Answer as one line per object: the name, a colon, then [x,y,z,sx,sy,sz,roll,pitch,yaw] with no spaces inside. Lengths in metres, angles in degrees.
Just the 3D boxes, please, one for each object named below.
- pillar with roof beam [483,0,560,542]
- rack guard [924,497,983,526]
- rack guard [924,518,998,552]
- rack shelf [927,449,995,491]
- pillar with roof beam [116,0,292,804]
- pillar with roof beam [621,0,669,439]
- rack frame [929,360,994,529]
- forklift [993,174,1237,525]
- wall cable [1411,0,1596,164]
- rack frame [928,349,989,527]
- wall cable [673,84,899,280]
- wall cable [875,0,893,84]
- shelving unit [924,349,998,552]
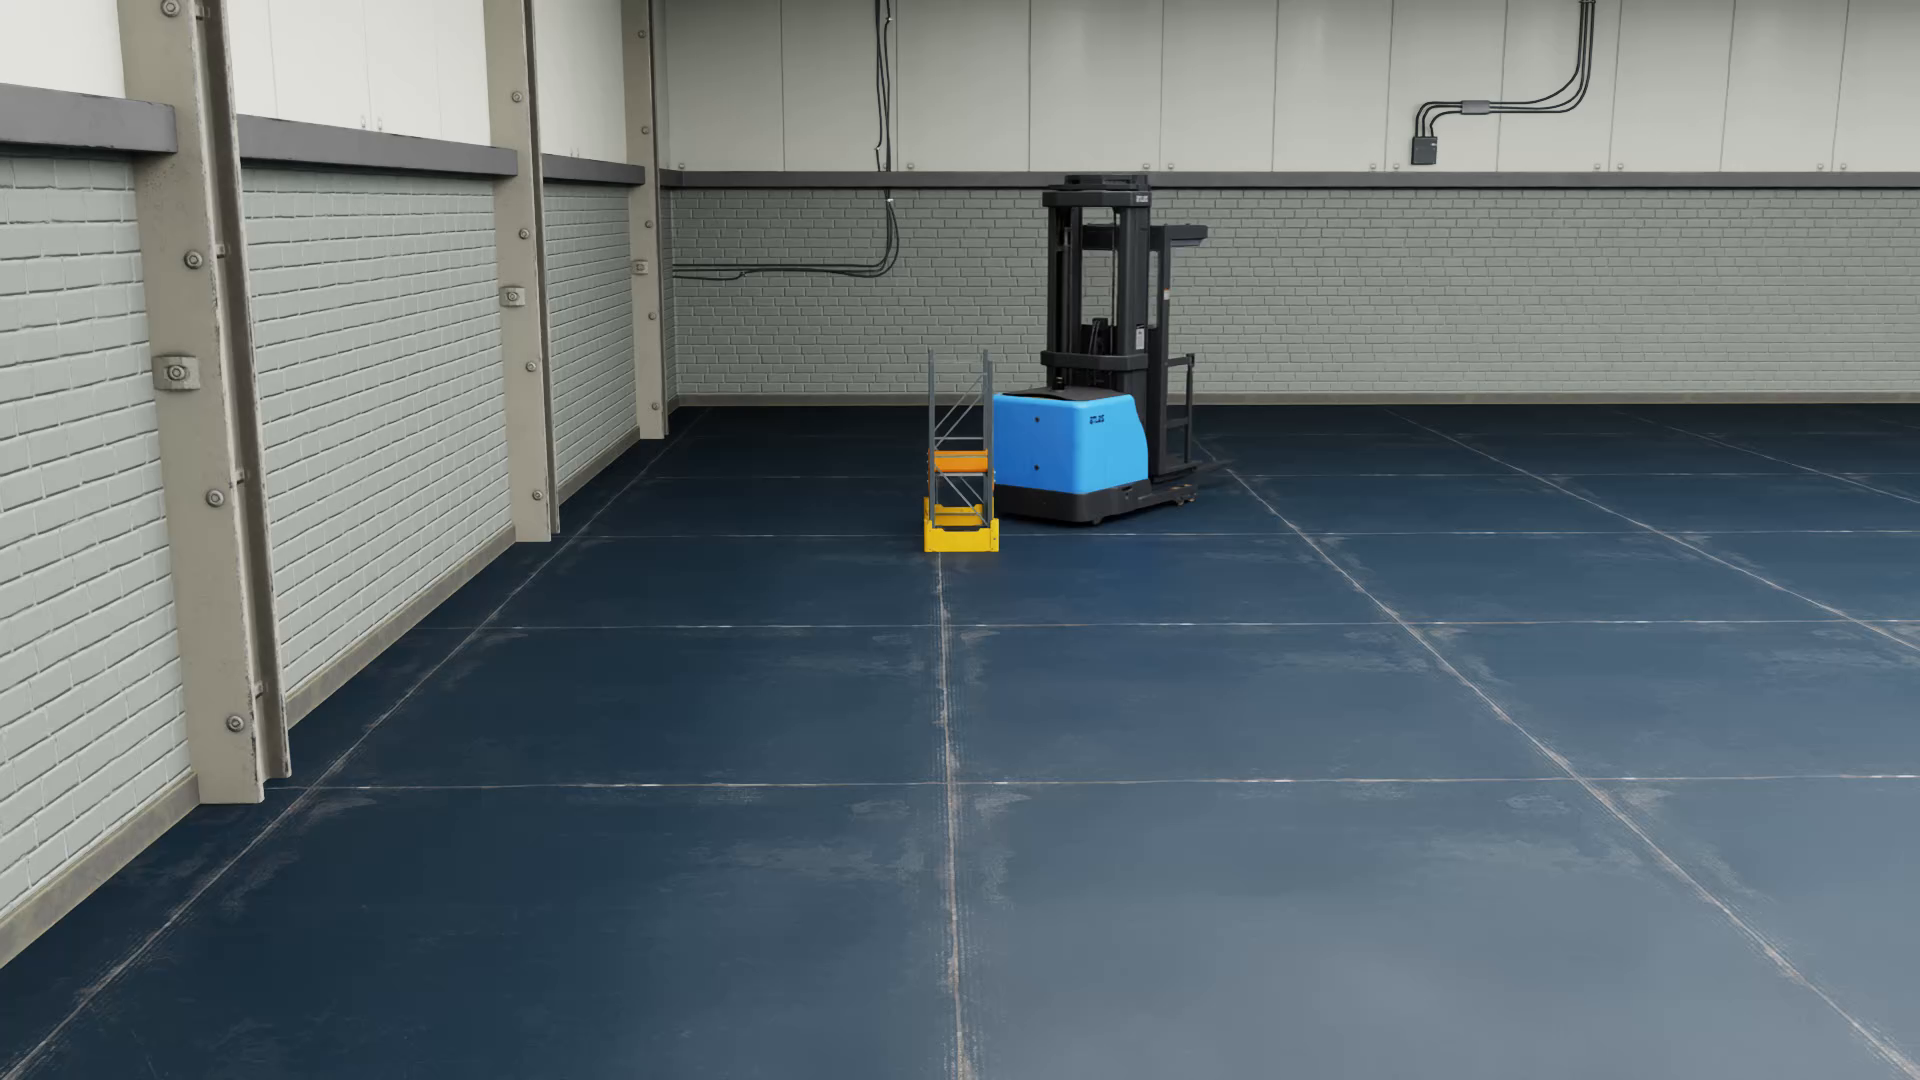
pillar with roof beam: [0.814,-4.454,12.882,9.100,9.000,0.400,0,11,-1]
rack guard: [-0.012,-0.237,14.097,0.587,0.250,0.087,0,11,-1]
rack guard: [0.009,-0.039,13.121,0.587,0.250,0.087,0,11,-1]
rack shelf: [-0.002,-0.576,13.529,0.538,0.185,1.000,0,11,-1]
pillar with roof beam: [0.938,-3.262,7.003,9.100,9.000,0.400,0,11,-1]
pillar with roof beam: [0.690,-5.647,18.761,9.100,9.000,0.400,0,11,-1]
rack frame: [0.009,-0.651,12.995,0.500,1.500,0.032,0,11,-1]
forklift: [1.531,-1.808,15.097,1.130,2.935,3.031,9,14,37]
wall cable: [7.139,-7.923,21.425,2.305,6.003,0.169,0,11,-1]
rack frame: [-0.012,-0.853,13.992,0.500,1.500,0.032,0,11,-1]
wall cable: [-2.353,-4.699,21.895,3.097,2.526,0.112,0,11,-1]
wall cable: [0.352,-7.185,21.448,3.097,2.526,0.112,0,11,-1]
shelving unit: [-0.002,-0.750,13.485,0.587,1.500,1.083,0,11,-1]
